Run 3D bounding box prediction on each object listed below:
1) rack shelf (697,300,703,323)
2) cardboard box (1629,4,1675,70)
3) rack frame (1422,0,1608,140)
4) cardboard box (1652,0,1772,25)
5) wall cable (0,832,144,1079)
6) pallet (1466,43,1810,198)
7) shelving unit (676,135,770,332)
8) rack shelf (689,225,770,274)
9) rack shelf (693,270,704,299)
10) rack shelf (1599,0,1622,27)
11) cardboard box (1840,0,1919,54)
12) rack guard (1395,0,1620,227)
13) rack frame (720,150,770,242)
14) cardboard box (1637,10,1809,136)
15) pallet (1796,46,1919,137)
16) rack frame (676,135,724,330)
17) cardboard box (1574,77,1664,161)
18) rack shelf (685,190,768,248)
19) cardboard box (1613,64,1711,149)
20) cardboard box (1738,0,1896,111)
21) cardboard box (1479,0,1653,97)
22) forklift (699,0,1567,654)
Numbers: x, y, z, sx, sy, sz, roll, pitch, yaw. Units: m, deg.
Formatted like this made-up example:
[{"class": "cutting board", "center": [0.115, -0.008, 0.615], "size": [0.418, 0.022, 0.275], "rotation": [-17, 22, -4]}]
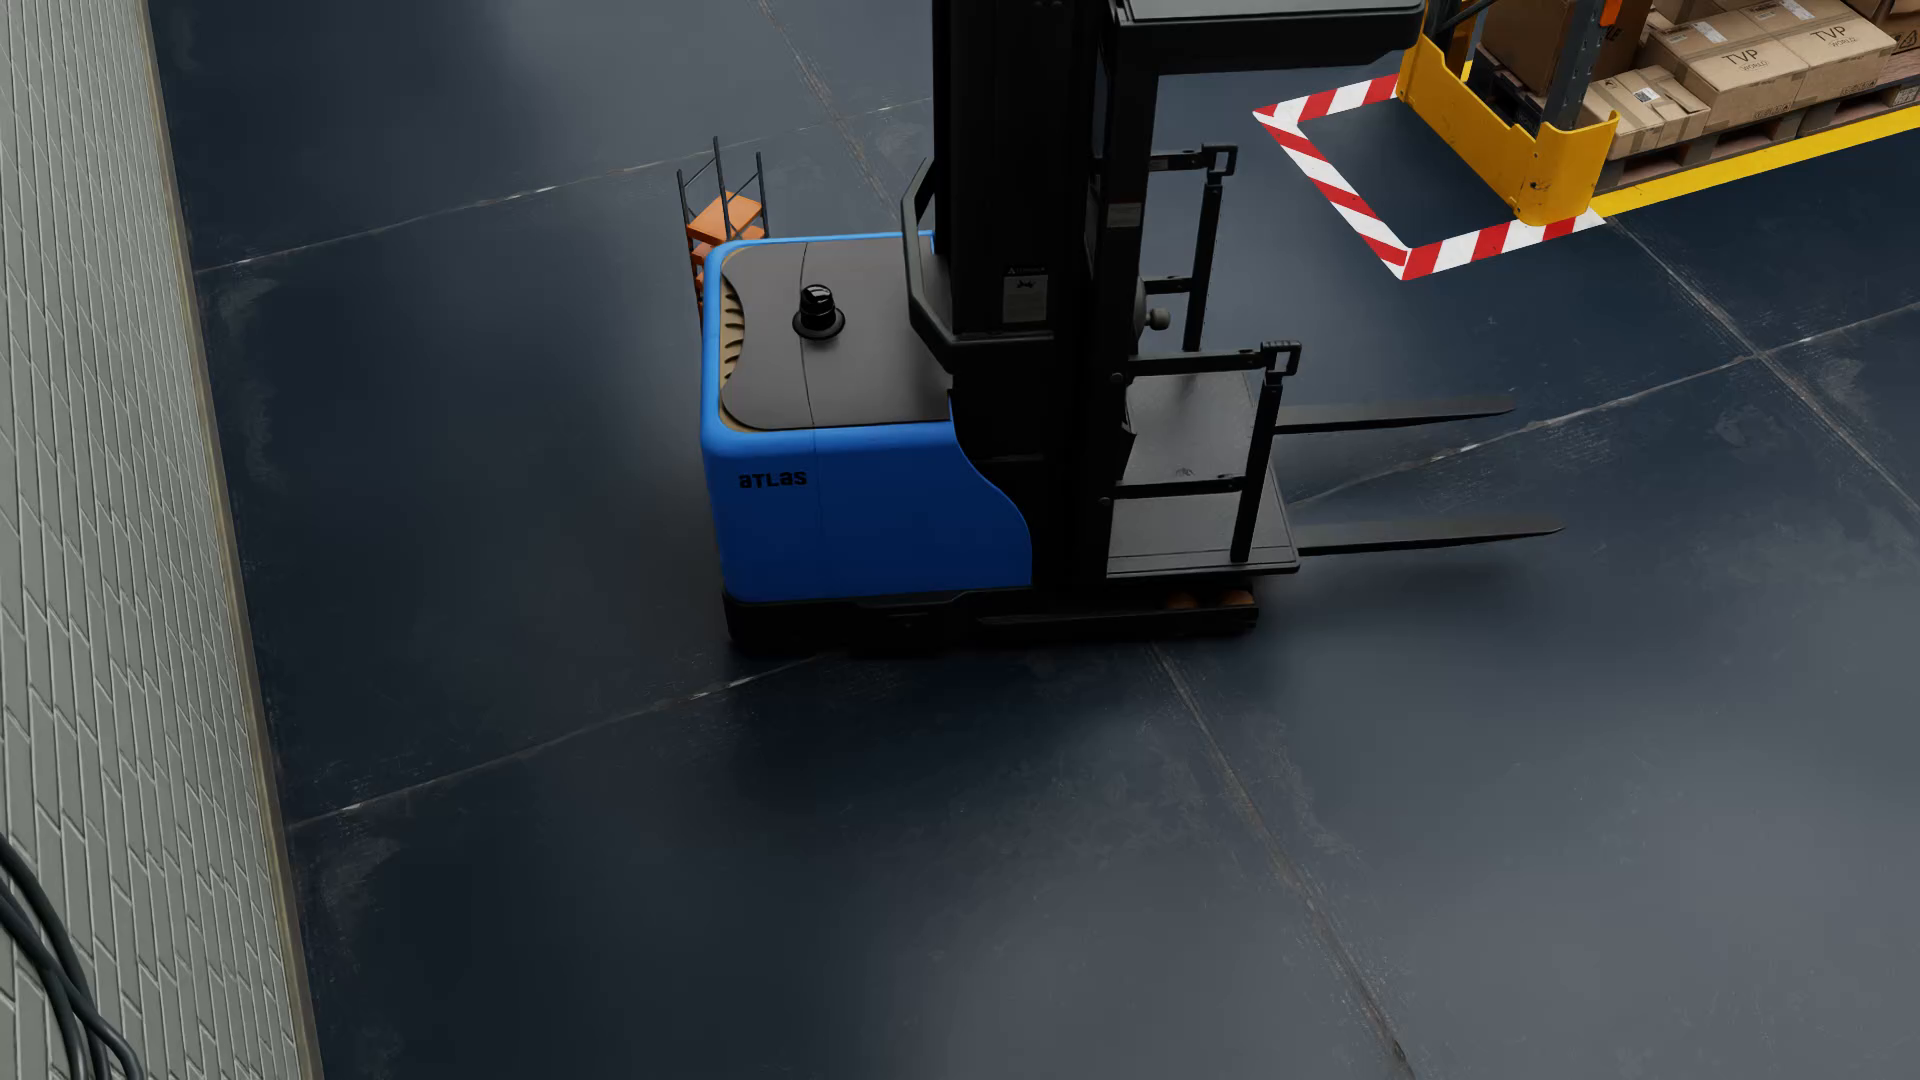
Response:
[{"class": "rack shelf", "center": [-0.843, -0.905, 6.295], "size": [0.180, 0.103, 0.258], "rotation": [23, 53, 19]}, {"class": "cardboard box", "center": [3.236, -2.407, 7.917], "size": [0.250, 0.166, 0.380], "rotation": [-17, 52, -14]}, {"class": "rack frame", "center": [2.416, -2.805, 6.681], "size": [0.127, 3.000, 1.000], "rotation": [-17, 52, -14]}, {"class": "cardboard box", "center": [3.717, -2.633, 8.056], "size": [0.500, 0.250, 0.500], "rotation": [-17, 52, -14]}, {"class": "wall cable", "center": [-1.078, 1.102, 1.419], "size": [0.112, 2.526, 3.097], "rotation": [-17, 52, -14]}, {"class": "pallet", "center": [3.224, -2.147, 7.955], "size": [1.213, 0.211, 1.003], "rotation": [-17, 52, -14]}, {"class": "shelving unit", "center": [-0.843, -0.934, 6.261], "size": [0.189, 1.200, 0.258], "rotation": [23, 53, 19]}, {"class": "rack shelf", "center": [-0.843, -1.061, 6.113], "size": [0.180, 0.103, 0.258], "rotation": [23, 53, 19]}, {"class": "rack shelf", "center": [-0.843, -0.983, 6.204], "size": [0.180, 0.103, 0.258], "rotation": [23, 53, 19]}, {"class": "rack shelf", "center": [4.268, -3.144, 7.447], "size": [4.000, 0.370, 1.077], "rotation": [-17, 52, -14]}, {"class": "cardboard box", "center": [4.382, -2.740, 7.981], "size": [0.637, 0.503, 0.797], "rotation": [-17, 52, -14]}, {"class": "rack guard", "center": [2.487, -2.012, 7.649], "size": [0.348, 0.500, 1.175], "rotation": [-17, 52, -14]}, {"class": "rack frame", "center": [-0.763, -0.900, 6.232], "size": [0.006, 1.200, 0.240], "rotation": [23, 53, 19]}, {"class": "cardboard box", "center": [3.490, -2.152, 7.644], "size": [0.500, 0.250, 0.500], "rotation": [-17, 52, -14]}, {"class": "pallet", "center": [4.352, -2.494, 8.253], "size": [1.213, 0.211, 1.003], "rotation": [-17, 52, -14]}, {"class": "rack frame", "center": [-0.923, -0.968, 6.290], "size": [0.006, 1.200, 0.240], "rotation": [23, 53, 19]}, {"class": "cardboard box", "center": [2.934, -1.898, 7.492], "size": [0.250, 0.149, 0.380], "rotation": [-17, 52, -14]}, {"class": "rack shelf", "center": [-0.843, -1.139, 6.021], "size": [0.180, 0.103, 0.258], "rotation": [23, 53, 19]}, {"class": "cardboard box", "center": [3.165, -1.976, 7.547], "size": [0.250, 0.166, 0.380], "rotation": [-17, 52, -14]}, {"class": "cardboard box", "center": [3.953, -2.296, 7.767], "size": [0.500, 0.250, 0.500], "rotation": [-17, 52, -14]}, {"class": "cardboard box", "center": [2.827, -2.463, 7.745], "size": [0.500, 0.500, 0.500], "rotation": [-17, 52, -14]}, {"class": "forklift", "center": [0.653, -1.012, 5.187], "size": [3.031, 2.935, 1.130], "rotation": [-4, 49, -3]}]
